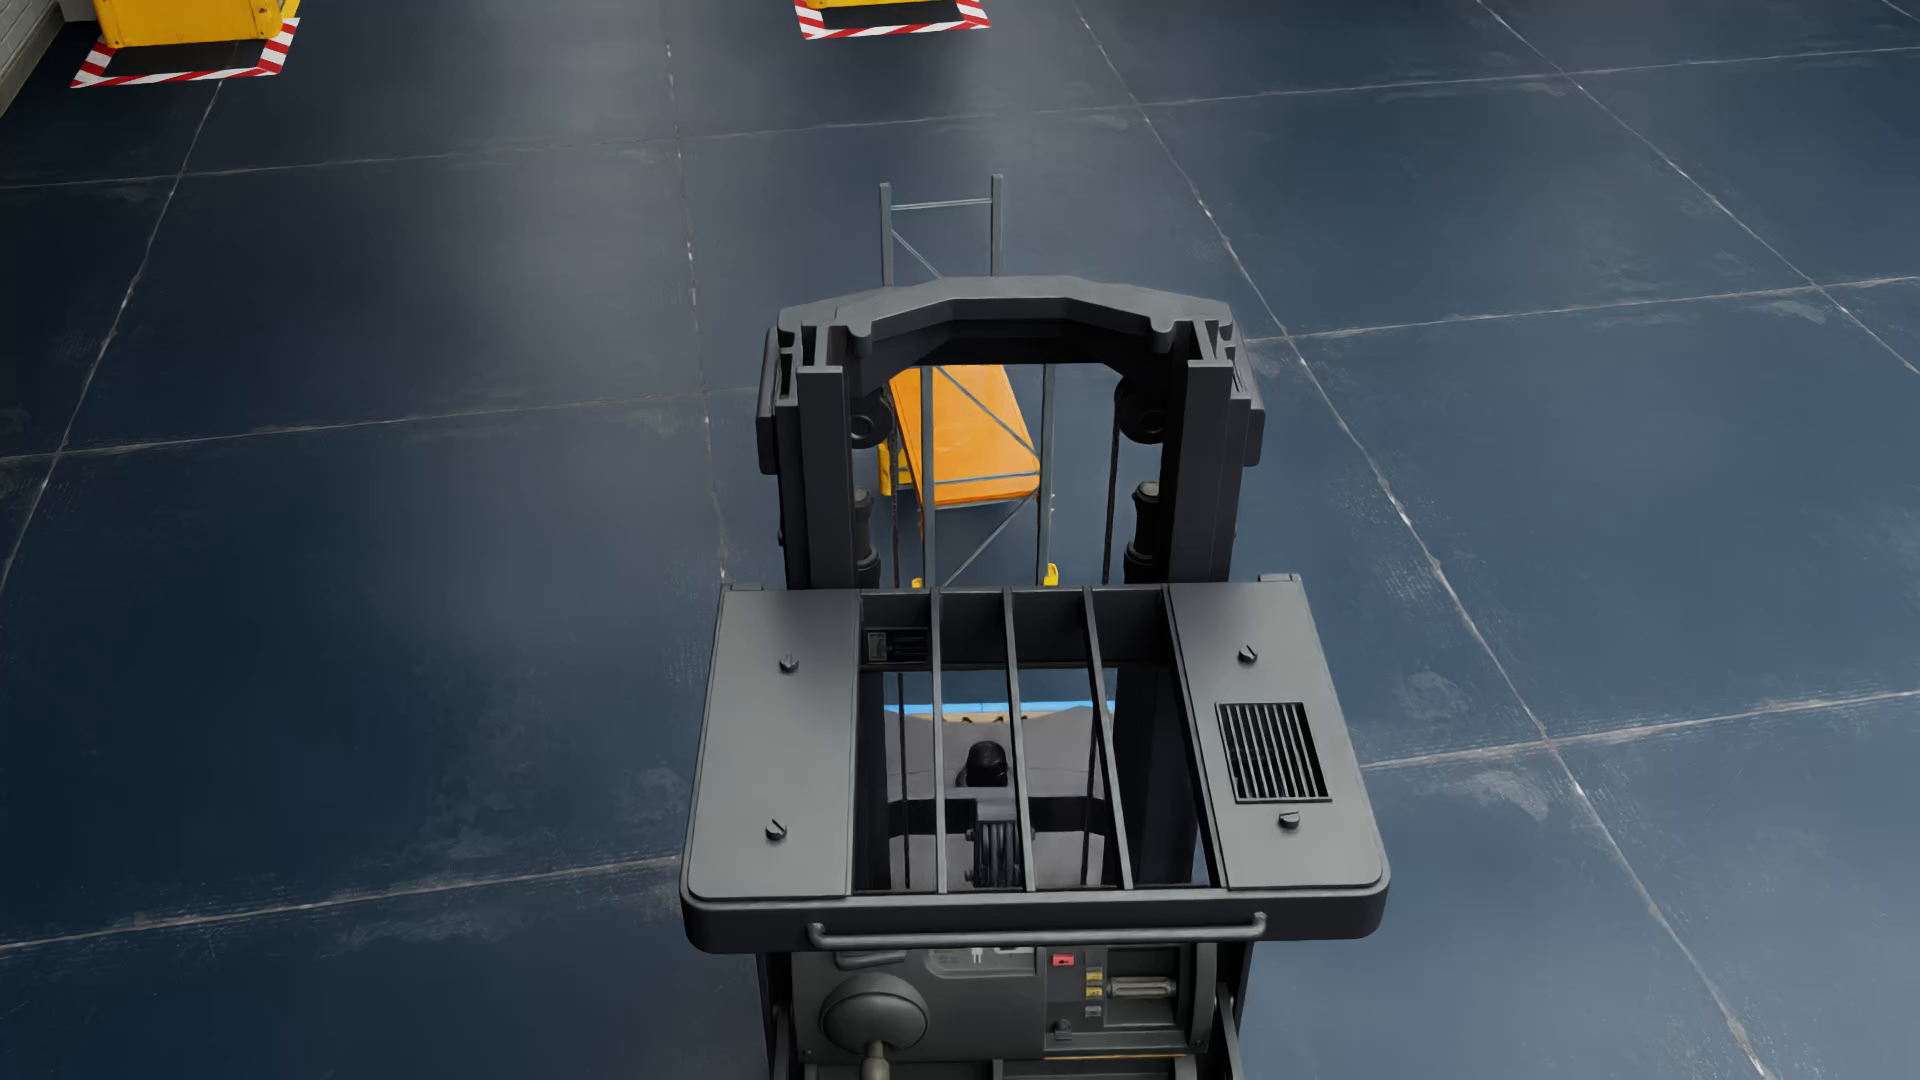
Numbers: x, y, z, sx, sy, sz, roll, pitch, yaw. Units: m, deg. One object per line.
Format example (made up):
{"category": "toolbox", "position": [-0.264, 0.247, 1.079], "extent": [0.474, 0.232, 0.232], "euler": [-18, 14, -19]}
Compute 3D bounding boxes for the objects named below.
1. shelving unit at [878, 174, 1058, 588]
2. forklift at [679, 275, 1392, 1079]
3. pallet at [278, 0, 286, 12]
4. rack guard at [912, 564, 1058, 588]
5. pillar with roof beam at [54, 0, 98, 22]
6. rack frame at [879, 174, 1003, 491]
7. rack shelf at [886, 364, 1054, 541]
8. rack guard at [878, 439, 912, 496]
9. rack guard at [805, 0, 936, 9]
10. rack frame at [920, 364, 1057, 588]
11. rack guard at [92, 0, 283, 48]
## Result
{"category": "shelving unit", "position": [0.013, -0.546, 6.731], "extent": [0.587, 1.500, 1.083], "euler": [-6, 38, -8]}
{"category": "forklift", "position": [0.105, 1.069, 3.485], "extent": [1.130, 2.935, 3.031], "euler": [-1, 38, -1]}
{"category": "pallet", "position": [-5.579, -4.198, 12.482], "extent": [1.003, 0.211, 1.213], "euler": [-6, 38, -8]}
{"category": "rack guard", "position": [0.101, 0.248, 6.727], "extent": [0.587, 0.250, 0.087], "euler": [-6, 38, -8]}
{"category": "pillar with roof beam", "position": [-2.194, -7.921, 10.111], "extent": [9.100, 9.000, 0.400], "euler": [-6, 38, -8]}
{"category": "rack frame", "position": [-0.074, -0.848, 7.119], "extent": [0.500, 1.500, 0.032], "euler": [-6, 38, -8]}
{"category": "rack shelf", "position": [0.015, -0.399, 6.834], "extent": [0.538, 0.185, 1.000], "euler": [-6, 38, -8]}
{"category": "rack guard", "position": [-0.074, -0.353, 7.501], "extent": [0.587, 0.250, 0.087], "euler": [-6, 38, -8]}
{"category": "rack guard", "position": [-0.578, -4.292, 12.368], "extent": [1.175, 0.500, 0.348], "euler": [-6, 38, -8]}
{"category": "rack frame", "position": [0.104, -0.234, 6.328], "extent": [0.500, 1.500, 0.032], "euler": [-6, 38, -8]}
{"category": "rack guard", "position": [-5.472, -3.818, 11.757], "extent": [1.175, 0.500, 0.348], "euler": [-6, 38, -8]}
